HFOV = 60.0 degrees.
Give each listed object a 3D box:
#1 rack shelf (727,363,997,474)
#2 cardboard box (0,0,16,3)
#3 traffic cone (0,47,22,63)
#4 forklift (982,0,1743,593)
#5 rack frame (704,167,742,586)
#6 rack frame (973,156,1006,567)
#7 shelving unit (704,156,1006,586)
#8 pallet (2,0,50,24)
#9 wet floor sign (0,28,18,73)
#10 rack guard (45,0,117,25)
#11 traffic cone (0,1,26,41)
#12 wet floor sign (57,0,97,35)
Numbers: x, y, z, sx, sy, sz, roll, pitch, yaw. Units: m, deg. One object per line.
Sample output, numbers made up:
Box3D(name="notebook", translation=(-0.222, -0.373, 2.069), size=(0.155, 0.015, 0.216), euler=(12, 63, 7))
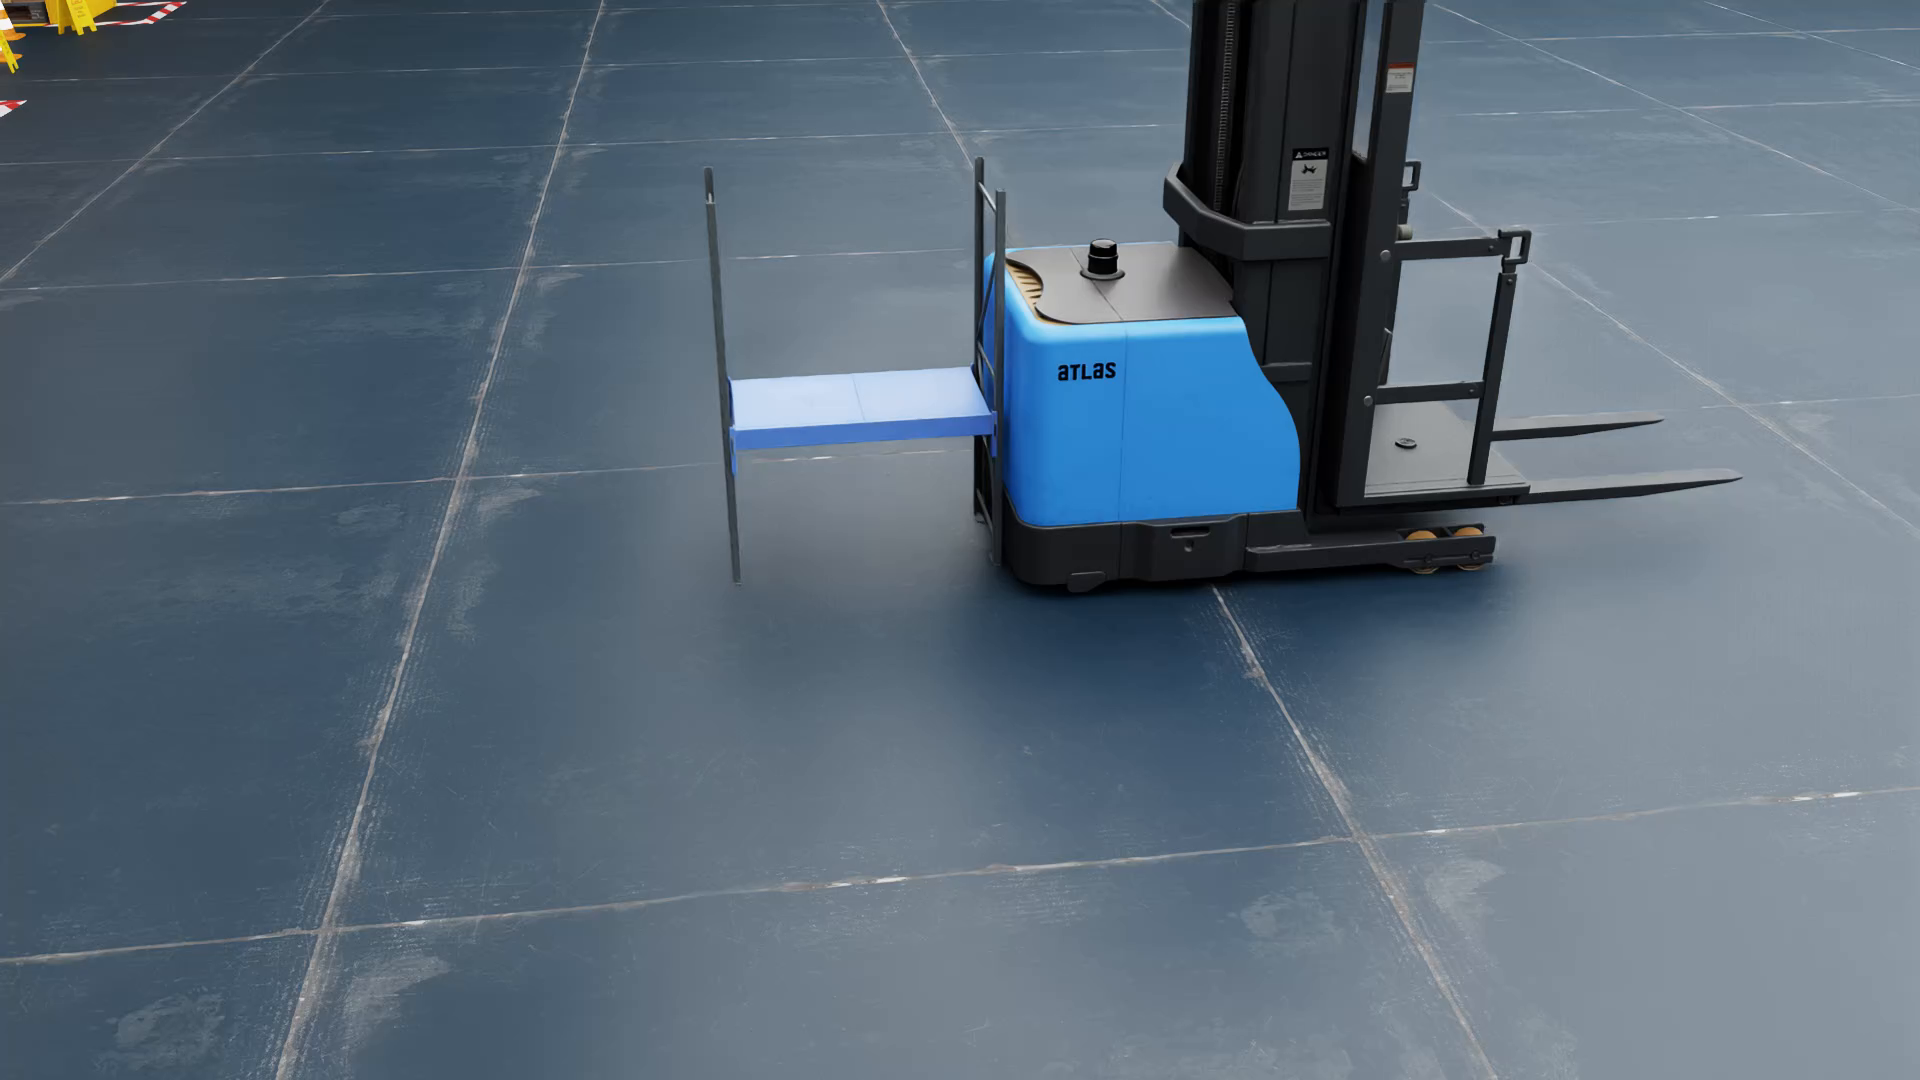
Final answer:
Box3D(name="rack shelf", translation=(-0.393, -0.478, 6.433), size=(1.000, 0.185, 0.538), euler=(-4, 27, -8))
Box3D(name="cardboard box", translation=(-9.963, -5.682, 17.091), size=(0.500, 0.250, 0.500), euler=(-4, 27, -7))
Box3D(name="traffic cone", translation=(-8.931, -4.674, 15.352), size=(0.334, 0.463, 0.336), euler=(-4, 27, -7))
Box3D(name="forklift", translation=(1.641, -1.405, 6.278), size=(3.031, 2.935, 1.130), euler=(-4, 27, -8))
Box3D(name="rack frame", translation=(-0.895, -0.602, 6.281), size=(0.032, 1.500, 0.500), euler=(-4, 27, -8))
Box3D(name="rack frame", translation=(0.109, -0.674, 6.421), size=(0.032, 1.500, 0.500), euler=(-4, 27, -8))
Box3D(name="shelving unit", translation=(-0.393, -0.638, 6.351), size=(1.048, 1.500, 0.538), euler=(-4, 27, -8))
Box3D(name="pallet", translation=(-10.061, -5.612, 17.457), size=(1.213, 0.211, 1.003), euler=(-4, 27, -7))
Box3D(name="wet floor sign", translation=(-8.633, -4.512, 14.836), size=(0.232, 0.644, 0.267), euler=(-8, 28, -16))
Box3D(name="rack guard", translation=(-9.251, -5.776, 17.460), size=(0.348, 0.500, 1.175), euler=(-4, 27, -7))
Box3D(name="traffic cone", translation=(-9.422, -5.154, 16.288), size=(0.334, 0.463, 0.336), euler=(-4, 27, -7))
Box3D(name="wet floor sign", translation=(-8.839, -5.374, 16.517), size=(0.232, 0.644, 0.267), euler=(6, 28, 11))
